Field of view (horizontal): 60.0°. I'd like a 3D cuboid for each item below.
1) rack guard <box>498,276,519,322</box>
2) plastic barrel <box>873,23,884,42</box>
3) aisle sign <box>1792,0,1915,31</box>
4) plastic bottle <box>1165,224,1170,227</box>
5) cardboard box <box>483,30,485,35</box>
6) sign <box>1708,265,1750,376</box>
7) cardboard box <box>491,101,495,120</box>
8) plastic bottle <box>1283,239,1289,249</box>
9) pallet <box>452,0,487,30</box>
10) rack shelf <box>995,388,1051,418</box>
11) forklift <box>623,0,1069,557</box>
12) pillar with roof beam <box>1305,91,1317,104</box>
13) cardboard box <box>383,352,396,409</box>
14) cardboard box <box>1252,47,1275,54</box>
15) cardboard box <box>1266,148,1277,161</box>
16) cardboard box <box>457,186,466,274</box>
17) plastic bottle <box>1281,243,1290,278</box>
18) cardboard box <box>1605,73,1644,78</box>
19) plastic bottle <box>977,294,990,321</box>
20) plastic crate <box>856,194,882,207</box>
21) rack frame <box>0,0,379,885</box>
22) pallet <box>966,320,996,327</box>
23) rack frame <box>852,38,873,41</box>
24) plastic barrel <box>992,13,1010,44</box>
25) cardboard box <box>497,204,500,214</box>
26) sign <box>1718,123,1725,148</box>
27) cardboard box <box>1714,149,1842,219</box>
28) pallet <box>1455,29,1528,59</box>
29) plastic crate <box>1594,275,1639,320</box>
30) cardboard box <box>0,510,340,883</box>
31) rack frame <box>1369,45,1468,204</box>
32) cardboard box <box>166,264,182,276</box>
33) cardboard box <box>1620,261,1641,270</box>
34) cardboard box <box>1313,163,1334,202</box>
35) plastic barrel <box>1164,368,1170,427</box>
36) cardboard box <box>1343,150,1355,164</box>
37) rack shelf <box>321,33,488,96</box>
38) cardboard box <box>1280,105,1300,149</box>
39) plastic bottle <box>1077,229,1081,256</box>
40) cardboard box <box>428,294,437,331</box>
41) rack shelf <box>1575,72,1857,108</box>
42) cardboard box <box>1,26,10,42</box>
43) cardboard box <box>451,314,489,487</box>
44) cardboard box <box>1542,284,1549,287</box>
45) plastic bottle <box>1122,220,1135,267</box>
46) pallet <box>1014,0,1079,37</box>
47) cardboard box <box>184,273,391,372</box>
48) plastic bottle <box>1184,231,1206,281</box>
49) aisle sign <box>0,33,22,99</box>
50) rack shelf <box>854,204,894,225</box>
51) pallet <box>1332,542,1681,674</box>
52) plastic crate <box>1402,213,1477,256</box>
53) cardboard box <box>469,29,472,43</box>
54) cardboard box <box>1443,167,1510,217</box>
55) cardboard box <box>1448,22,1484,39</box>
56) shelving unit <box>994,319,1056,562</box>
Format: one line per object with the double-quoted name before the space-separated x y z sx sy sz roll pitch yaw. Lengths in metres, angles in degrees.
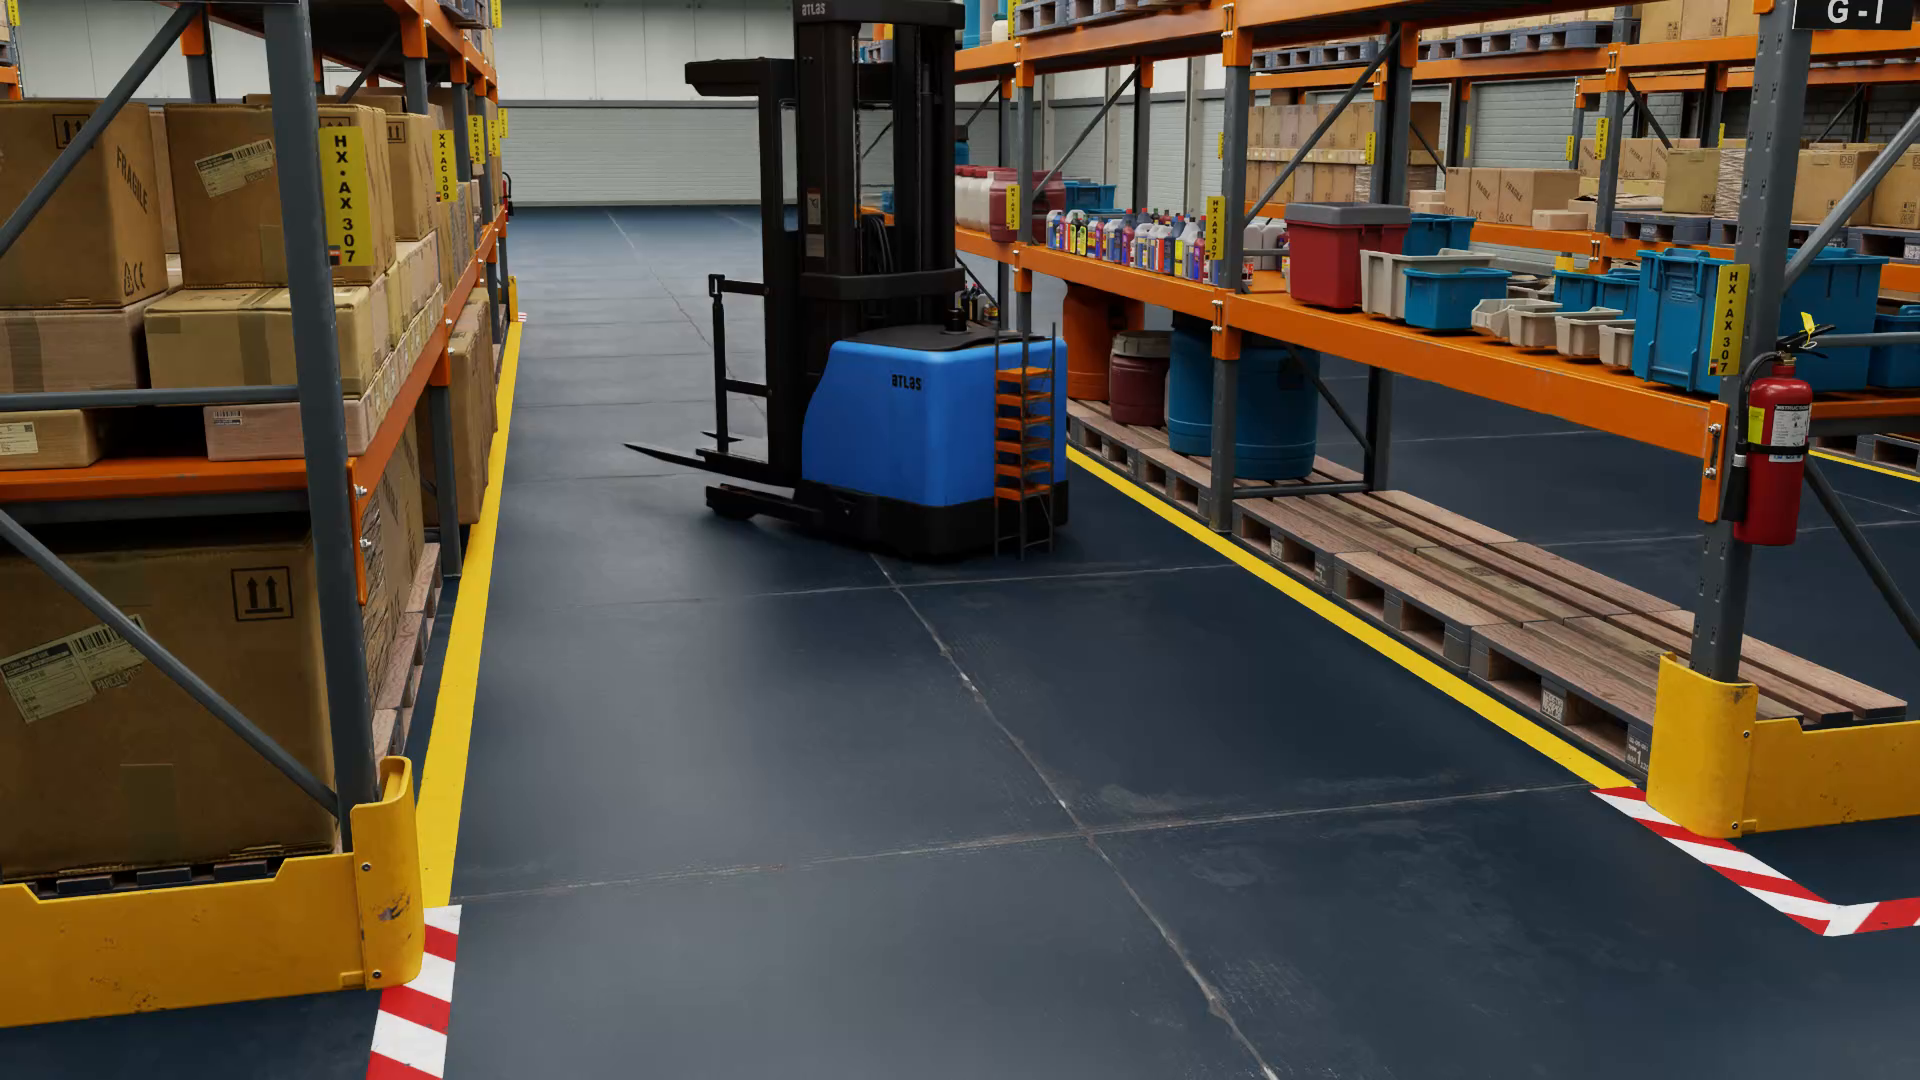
"rack guard" -5.744 -2.789 19.291 1.175 0.500 0.348 -3 14 -13
"plastic barrel" -0.710 -6.062 19.309 0.600 0.830 0.708 -3 14 -13
"aisle sign" 2.542 -1.836 4.644 0.394 0.787 0.004 -3 14 -13
"plastic bottle" 1.290 -1.836 10.392 0.097 0.271 0.097 0 14 0
"cardboard box" -4.849 -5.010 16.271 0.380 0.149 0.250 -4 14 -14
"sign" 2.279 -0.651 4.927 0.100 0.325 0.005 -3 14 -13
"cardboard box" -5.155 -4.356 17.493 0.500 0.500 0.500 -3 14 -13
"plastic bottle" 2.000 -1.718 10.057 0.097 0.201 0.097 0 14 0
"pallet" -3.681 -3.395 10.582 1.213 0.211 1.003 -3 14 -11
"rack shelf" 0.329 -0.695 8.419 0.180 0.103 0.258 13 19 43
"forklift" -0.813 -1.616 9.365 3.031 2.935 1.130 13 19 43
"pillar with roof beam" 2.685 -10.179 31.629 9.100 9.000 0.400 -3 14 -13
"cardboard box" -1.952 -0.487 5.128 0.380 0.149 0.250 -4 14 -14
"cardboard box" 3.999 -6.219 20.344 0.797 0.503 0.637 -2 14 -9
"cardboard box" 3.930 -4.657 20.091 0.380 0.149 0.250 -4 14 -14
"cardboard box" -3.290 -1.889 10.129 0.500 0.500 0.500 -4 14 -15
"plastic bottle" 1.929 -1.634 9.712 0.097 0.201 0.097 0 14 0
"cardboard box" 8.609 -6.148 21.198 0.500 0.500 0.500 -2 14 -9
"plastic bottle" 0.240 -2.436 17.390 0.152 0.276 0.135 -3 14 -11
"plastic crate" -1.050 -3.945 19.309 0.298 0.136 0.250 -3 14 -13
"rack frame" -2.005 -0.330 3.958 1.000 3.000 0.127 -3 14 -13
"pallet" -0.126 -2.177 17.393 1.003 0.211 1.213 -3 14 -13
"rack frame" -0.948 -7.211 19.484 1.000 3.000 0.127 -3 14 -13
"plastic barrel" 0.405 -4.122 13.450 0.301 0.262 0.301 0 14 0
"cardboard box" -5.040 -3.505 17.481 0.380 0.149 0.250 -3 14 -13
"sign" 6.272 -3.283 13.773 0.100 0.325 0.005 -3 14 -13
"cardboard box" 6.033 -2.619 12.230 0.700 0.500 0.500 -1 14 -3
"pallet" 5.235 -4.502 15.110 1.003 0.211 1.213 -3 14 -11
"plastic crate" 2.763 -0.933 6.652 0.416 0.233 0.300 -3 14 -13
"cardboard box" -2.233 0.355 4.746 0.875 0.875 0.875 -3 14 -13
"rack frame" 4.807 -3.650 17.545 1.000 3.000 0.127 -3 14 -13
"cardboard box" -2.615 -0.733 5.297 0.500 0.250 0.500 -4 14 -15
"cardboard box" 8.891 -3.461 21.511 0.500 0.311 0.500 -2 14 -9
"cardboard box" 4.453 -4.038 18.922 0.700 0.500 0.500 -3 14 -12
"plastic barrel" 1.547 -0.949 10.850 0.421 0.512 0.421 0 14 0
"cardboard box" 4.415 -4.182 18.145 0.380 0.149 0.250 -4 14 -15
"rack shelf" -4.353 -3.745 13.130 1.077 0.370 4.000 -3 14 -13
"cardboard box" 4.226 -4.893 19.692 0.700 0.500 0.500 -3 14 -13
"plastic bottle" 0.859 -2.072 11.504 0.097 0.201 0.097 0 14 0
"cardboard box" -2.433 -0.960 7.066 0.380 0.149 0.250 -4 14 -14
"rack shelf" 9.152 -5.496 20.297 1.077 0.370 4.000 -3 14 -13
"cardboard box" -10.200 -5.298 17.405 0.380 0.149 0.250 -3 14 -13
"cardboard box" -3.324 -0.777 9.380 1.225 0.875 0.875 -4 14 -15
"cardboard box" 5.660 -2.243 15.516 0.500 0.311 0.500 -4 14 -15
"plastic bottle" 1.075 -1.881 10.552 0.061 0.283 0.133 -3 14 -13
"pallet" 1.016 -3.635 11.564 1.003 0.211 1.213 -3 14 -13
"cardboard box" -1.983 -0.647 4.944 0.500 0.250 0.500 -3 14 -14
"plastic bottle" 1.378 -1.626 9.523 0.152 0.276 0.135 -3 14 -13
"aisle sign" -10.332 -5.064 17.856 0.394 0.787 0.004 -3 14 -13
"rack shelf" -0.478 -3.486 18.393 1.077 0.370 4.000 -3 14 -13
"pallet" 2.371 0.275 7.356 1.003 0.211 1.213 -3 14 -13
"plastic crate" 2.312 -1.462 8.496 0.392 0.384 0.575 -3 14 -13
"cardboard box" -3.997 -3.919 12.643 0.500 0.250 0.500 -3 14 -12
"cardboard box" 5.096 -3.399 16.307 0.500 0.500 0.500 -2 14 -9
"cardboard box" 5.074 -4.969 16.055 0.500 0.250 0.500 -5 15 -19
"shelving unit" 0.329 -0.505 8.466 0.189 1.200 0.258 13 19 43
